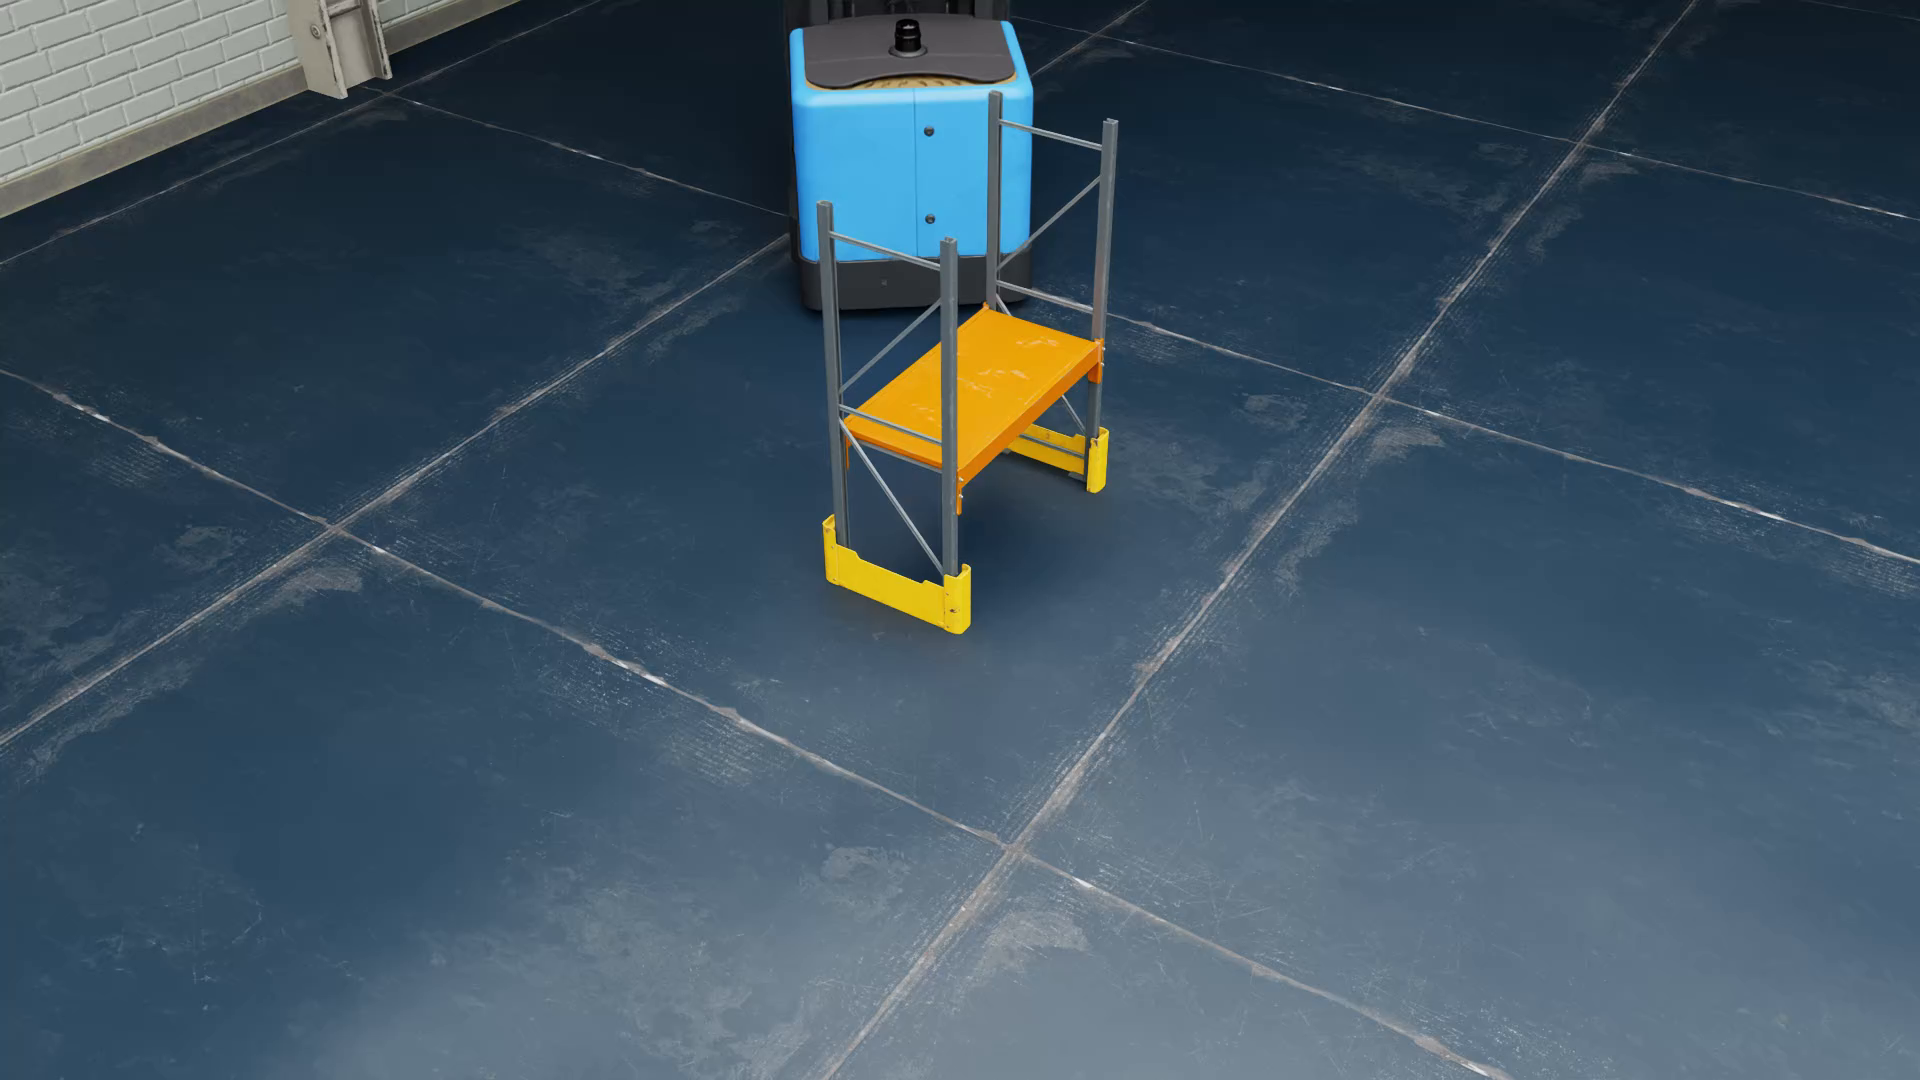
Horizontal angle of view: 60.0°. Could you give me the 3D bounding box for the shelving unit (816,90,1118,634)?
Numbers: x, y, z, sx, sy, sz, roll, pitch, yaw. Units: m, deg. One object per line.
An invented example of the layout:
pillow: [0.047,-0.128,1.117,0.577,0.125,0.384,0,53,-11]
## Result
shelving unit: [0.041,-0.633,5.843,0.587,1.500,1.083,21,42,25]

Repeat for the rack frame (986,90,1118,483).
rack frame: [0.318,-0.900,6.189,0.500,1.500,0.032,21,42,25]

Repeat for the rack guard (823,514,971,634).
rack guard: [-0.226,0.118,5.892,0.587,0.250,0.087,21,42,25]

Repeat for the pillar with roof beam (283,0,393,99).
pillar with roof beam: [0.065,-4.832,5.147,9.100,9.000,0.400,21,42,25]

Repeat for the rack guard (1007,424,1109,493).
rack guard: [0.308,-0.395,6.558,0.587,0.250,0.087,21,42,25]

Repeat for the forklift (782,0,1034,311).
forklift: [-0.329,-3.077,7.841,1.130,2.935,3.031,-3,38,-4]

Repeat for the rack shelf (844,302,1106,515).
rack shelf: [0.046,-0.496,5.959,0.538,0.185,1.000,21,42,25]

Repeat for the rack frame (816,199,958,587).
rack frame: [-0.227,-0.376,5.509,0.500,1.500,0.032,21,42,25]
